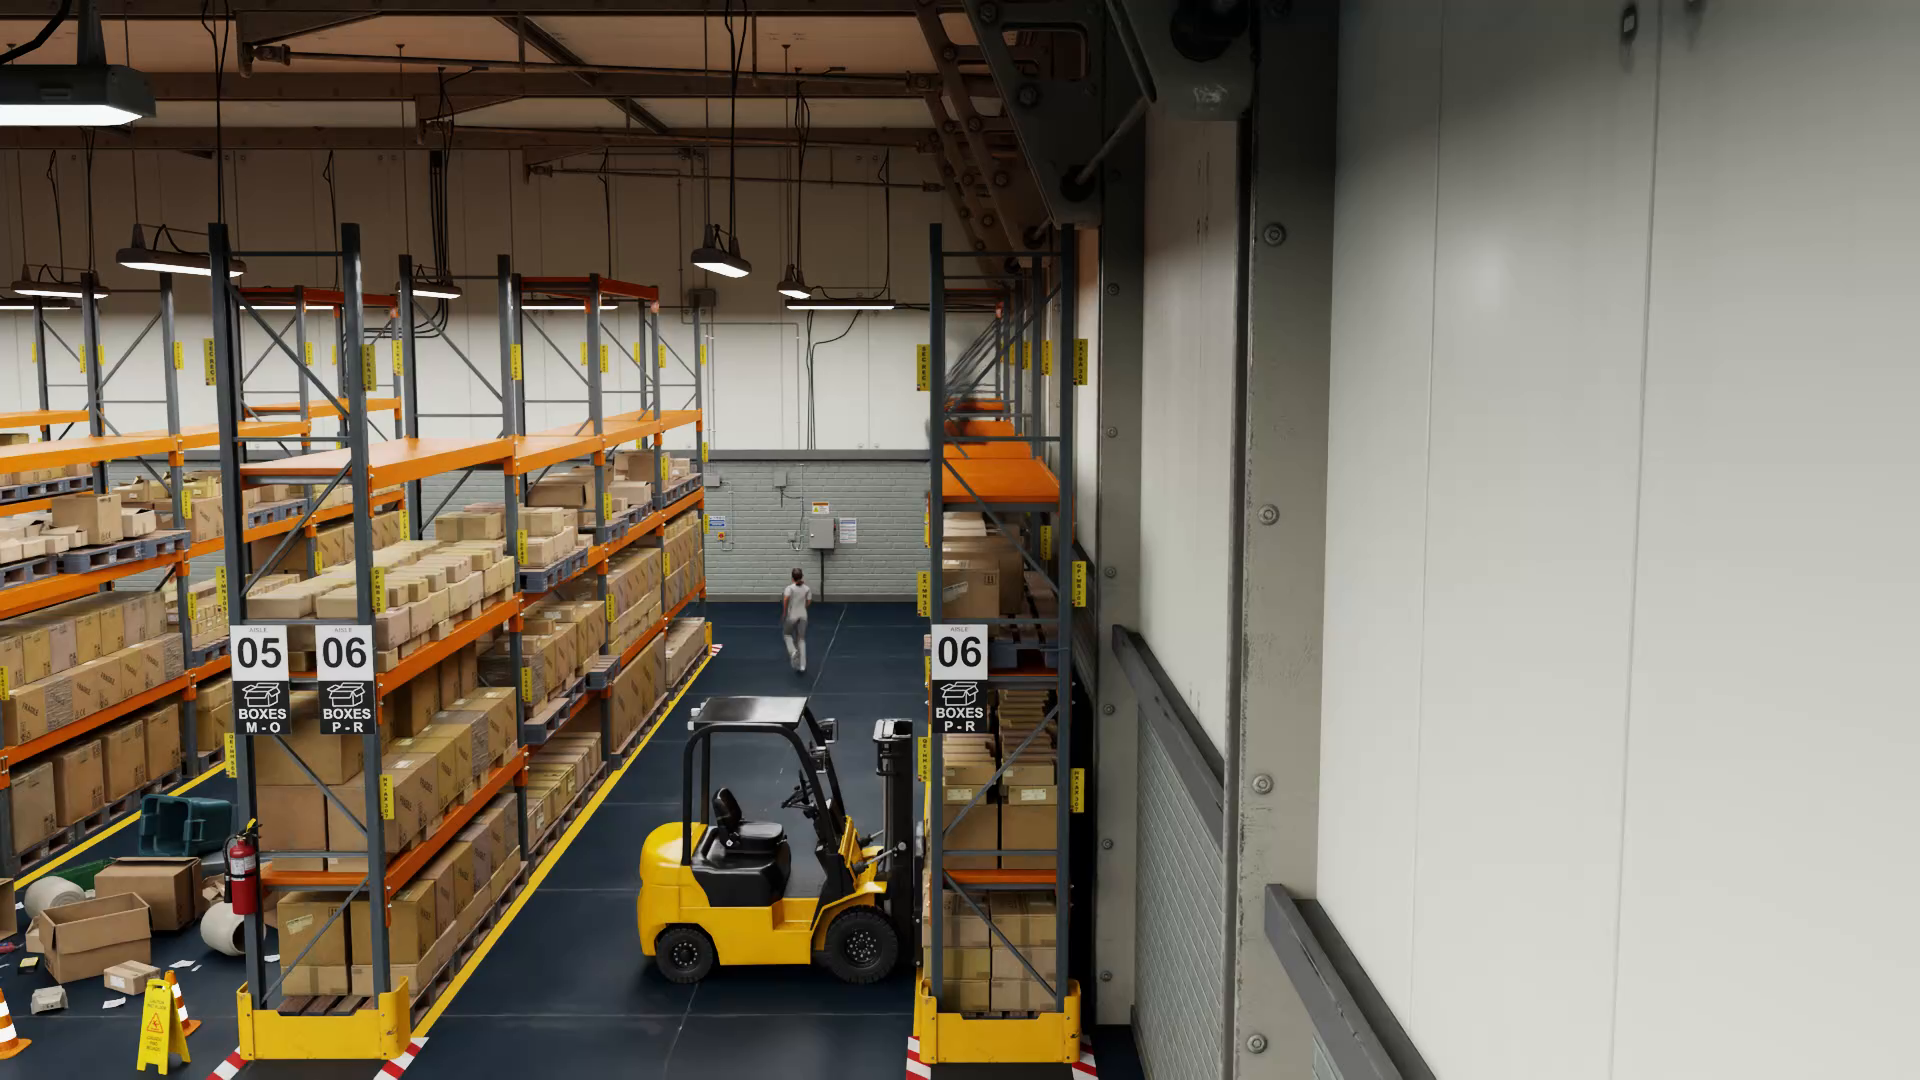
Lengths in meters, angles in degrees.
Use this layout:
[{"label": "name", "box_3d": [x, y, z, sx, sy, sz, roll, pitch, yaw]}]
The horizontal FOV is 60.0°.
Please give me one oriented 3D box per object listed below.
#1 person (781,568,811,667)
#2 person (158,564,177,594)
[{"label": "person", "box_3d": [-2.629, 1.225, 26.517, 0.537, 1.565, 0.687, -3, 7, -24]}, {"label": "person", "box_3d": [-12.802, 1.168, 27.080, 0.588, 1.565, 0.627, -1, 7, -8]}]
